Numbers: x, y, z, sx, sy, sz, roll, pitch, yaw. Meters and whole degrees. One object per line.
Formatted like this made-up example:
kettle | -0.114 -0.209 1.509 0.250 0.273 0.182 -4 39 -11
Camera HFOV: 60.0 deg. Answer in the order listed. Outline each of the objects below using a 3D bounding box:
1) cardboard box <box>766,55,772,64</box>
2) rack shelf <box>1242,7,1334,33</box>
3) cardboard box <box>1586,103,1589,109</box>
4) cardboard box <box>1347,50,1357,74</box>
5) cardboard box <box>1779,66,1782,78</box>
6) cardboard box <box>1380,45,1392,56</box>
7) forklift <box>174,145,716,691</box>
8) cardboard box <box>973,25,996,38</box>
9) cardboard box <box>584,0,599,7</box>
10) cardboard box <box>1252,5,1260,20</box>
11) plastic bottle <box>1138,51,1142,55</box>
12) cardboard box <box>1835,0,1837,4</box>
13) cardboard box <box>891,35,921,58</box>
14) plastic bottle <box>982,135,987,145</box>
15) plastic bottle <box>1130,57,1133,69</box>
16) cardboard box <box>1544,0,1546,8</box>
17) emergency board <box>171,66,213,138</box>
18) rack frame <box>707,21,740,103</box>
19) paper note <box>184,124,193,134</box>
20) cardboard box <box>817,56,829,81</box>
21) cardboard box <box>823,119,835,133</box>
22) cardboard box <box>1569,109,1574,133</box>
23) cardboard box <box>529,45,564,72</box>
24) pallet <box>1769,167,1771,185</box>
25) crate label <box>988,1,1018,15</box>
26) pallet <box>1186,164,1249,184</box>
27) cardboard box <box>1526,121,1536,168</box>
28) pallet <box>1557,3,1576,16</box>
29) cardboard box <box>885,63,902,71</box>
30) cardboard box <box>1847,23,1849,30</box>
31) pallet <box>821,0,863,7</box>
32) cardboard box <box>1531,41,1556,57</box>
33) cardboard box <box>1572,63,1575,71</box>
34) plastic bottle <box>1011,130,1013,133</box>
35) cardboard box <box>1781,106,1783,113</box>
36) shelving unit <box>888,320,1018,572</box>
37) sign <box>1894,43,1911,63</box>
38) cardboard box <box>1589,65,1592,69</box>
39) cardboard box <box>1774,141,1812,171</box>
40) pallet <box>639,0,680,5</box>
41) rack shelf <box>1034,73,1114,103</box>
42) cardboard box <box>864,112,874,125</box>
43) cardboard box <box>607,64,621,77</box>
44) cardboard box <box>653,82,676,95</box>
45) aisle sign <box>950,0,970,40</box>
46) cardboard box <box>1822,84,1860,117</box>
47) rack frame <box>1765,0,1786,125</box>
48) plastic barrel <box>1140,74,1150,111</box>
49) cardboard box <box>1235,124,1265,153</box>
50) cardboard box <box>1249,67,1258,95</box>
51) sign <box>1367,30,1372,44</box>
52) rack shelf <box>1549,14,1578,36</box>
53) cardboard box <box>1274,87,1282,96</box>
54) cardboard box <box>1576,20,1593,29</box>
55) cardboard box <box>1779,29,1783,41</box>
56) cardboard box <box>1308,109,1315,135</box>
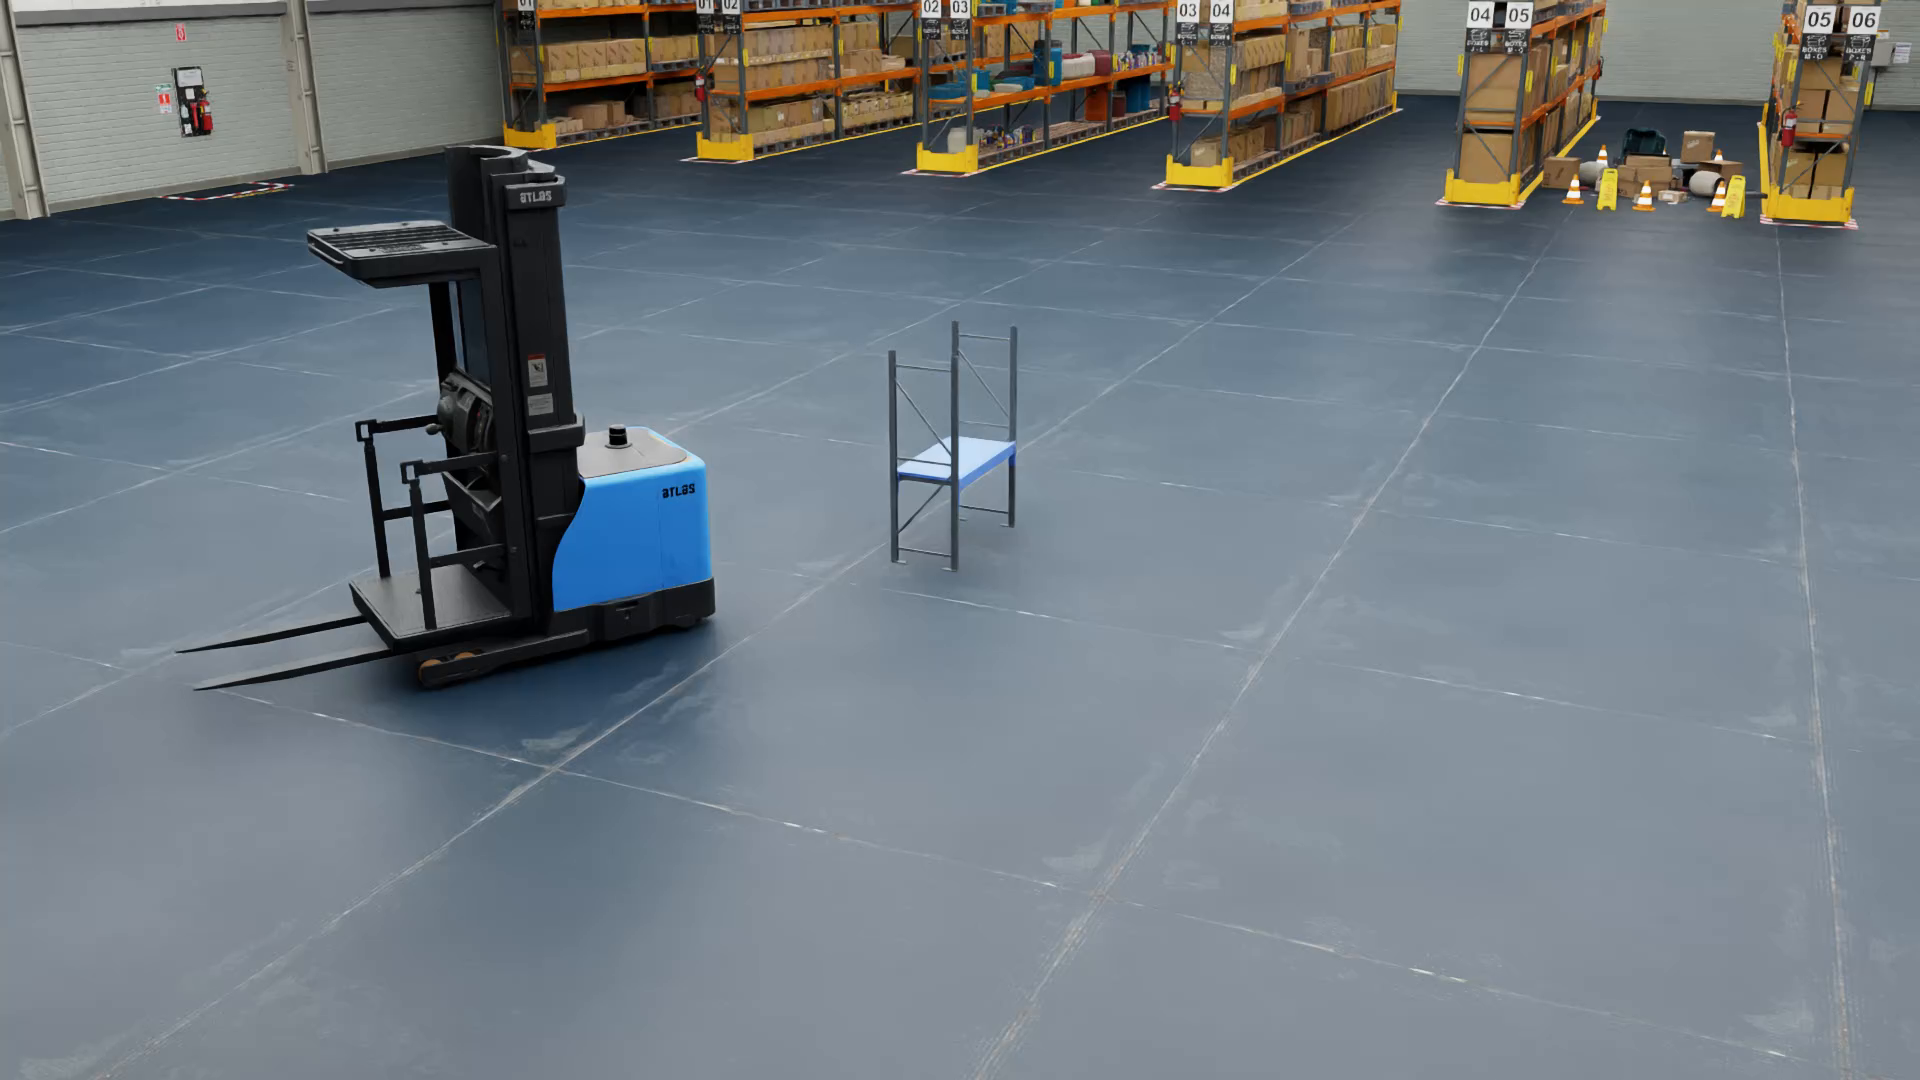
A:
cardboard box | -4.079 -9.859 34.097 0.380 0.149 0.250 8 21 22
rack shelf | 6.742 -10.730 34.260 1.077 0.370 4.000 9 21 23
cardboard box | 14.954 -10.476 40.134 0.380 0.149 0.250 9 21 24
cardboard box | 8.840 -11.045 38.401 0.500 0.500 0.500 8 21 22
cardboard box | 16.775 -9.412 33.436 0.500 0.250 0.500 8 21 21
cardboard box | 10.673 -12.442 42.258 0.500 0.250 0.500 8 21 22
forklift | -3.059 -0.726 9.635 3.031 2.935 1.130 -12 23 -31
cardboard box | 0.613 -13.474 43.737 0.500 0.500 0.500 9 22 24
cardboard box | -8.245 -11.883 36.251 0.500 0.500 0.500 10 22 26
cardboard box | 5.130 -9.585 30.192 0.500 0.250 0.500 8 21 22
plastic bottle | 4.396 -11.783 40.699 0.144 0.351 0.185 9 21 23
cardboard box | 13.336 -8.350 25.679 0.380 0.149 0.250 9 21 24
cardboard box | -1.320 -12.080 40.684 0.700 0.500 0.500 2 20 4
plastic bottle | 0.496 -8.175 33.999 0.097 0.201 0.097 0 20 0
plastic bottle | 4.060 -11.359 39.623 0.097 0.271 0.097 0 20 0
cardboard box | 9.719 -9.096 28.192 0.380 0.149 0.250 8 21 22
emergency board | -13.278 -7.609 28.887 0.194 1.169 0.643 9 21 23
rack frame | -5.996 -12.306 42.095 1.000 3.000 0.127 9 21 23
paper note | -13.413 -7.149 28.909 0.016 0.148 0.142 9 21 23
cardboard box | -3.289 -10.315 36.348 0.700 0.500 0.500 8 21 21
cardboard box | -3.103 -9.135 36.656 0.500 0.250 0.500 9 21 23
cardboard box | 13.185 -9.224 36.534 0.500 0.500 0.500 8 21 22
cardboard box | -8.802 -10.257 35.409 0.500 0.500 0.500 9 21 23
pallet | 15.282 -6.609 30.237 1.003 0.211 1.213 9 21 23
crate label | 0.835 -10.371 32.399 0.502 0.251 0.408 9 21 23
pallet | 4.681 -6.774 30.702 1.003 0.211 1.213 9 21 23
cardboard box | 10.086 -7.347 30.694 0.875 0.875 0.875 9 21 24
pallet | 11.374 -10.333 32.353 1.003 0.211 1.213 10 22 25
cardboard box | -1.591 -11.196 39.349 0.380 0.149 0.250 9 21 23
cardboard box | 13.758 -7.813 25.361 0.380 0.149 0.250 9 21 23
pallet | -2.763 -11.999 37.041 0.805 0.209 1.217 8 21 21
cardboard box | 11.229 -9.470 32.478 0.700 0.500 0.500 8 21 22
cardboard box | 13.170 -10.310 36.232 0.380 0.149 0.250 10 22 25
plastic bottle | 1.089 -8.264 34.125 0.061 0.283 0.133 9 21 23
cardboard box | 14.543 -7.514 28.995 0.380 0.149 0.250 8 21 22
shelving unit | -0.035 -0.681 11.644 0.538 1.500 1.048 9 21 23
sign | 24.558 -12.697 43.338 0.329 0.494 0.001 9 21 23
cardboard box | 15.002 -11.437 40.026 0.380 0.149 0.250 8 21 20
cardboard box | 14.054 -6.473 28.052 0.500 0.500 0.500 10 22 26
pallet | -7.284 -12.582 38.675 1.213 0.211 1.003 9 21 23
rack shelf | 2.224 -9.996 36.674 1.077 0.370 4.000 9 21 23
cardboard box | -2.301 -9.711 38.275 0.500 0.250 0.500 8 21 21
cardboard box | -7.955 -10.528 37.291 0.500 0.250 0.500 8 21 22
cardboard box | -7.170 -10.828 39.895 0.500 0.250 0.500 8 21 22
aisle sign | 0.004 -9.664 30.785 0.394 0.787 0.004 9 21 23
cardboard box | 14.190 -7.070 26.780 0.500 0.500 0.500 8 21 22
rack frame | 19.878 -11.353 39.414 1.000 3.000 0.127 9 21 23
plastic barrel | 4.442 -11.214 41.531 0.600 0.901 0.708 9 21 23
cardboard box | 5.723 -7.947 32.943 0.500 0.500 0.500 8 21 21
cardboard box | 5.090 -8.640 31.195 0.875 0.500 0.500 9 21 23
sign | 9.698 -11.926 39.418 0.100 0.325 0.005 9 21 23
rack shelf | 11.226 -10.018 32.260 1.077 0.370 4.000 9 21 23
cardboard box | 6.103 -8.820 32.667 0.380 0.149 0.250 9 21 23
cardboard box | 14.288 -11.702 38.310 0.500 0.500 0.500 8 21 21
cardboard box | 18.597 -11.141 37.178 0.500 0.500 0.500 9 21 23
cardboard box | 7.305 -9.089 36.123 0.700 0.500 0.500 7 21 20
